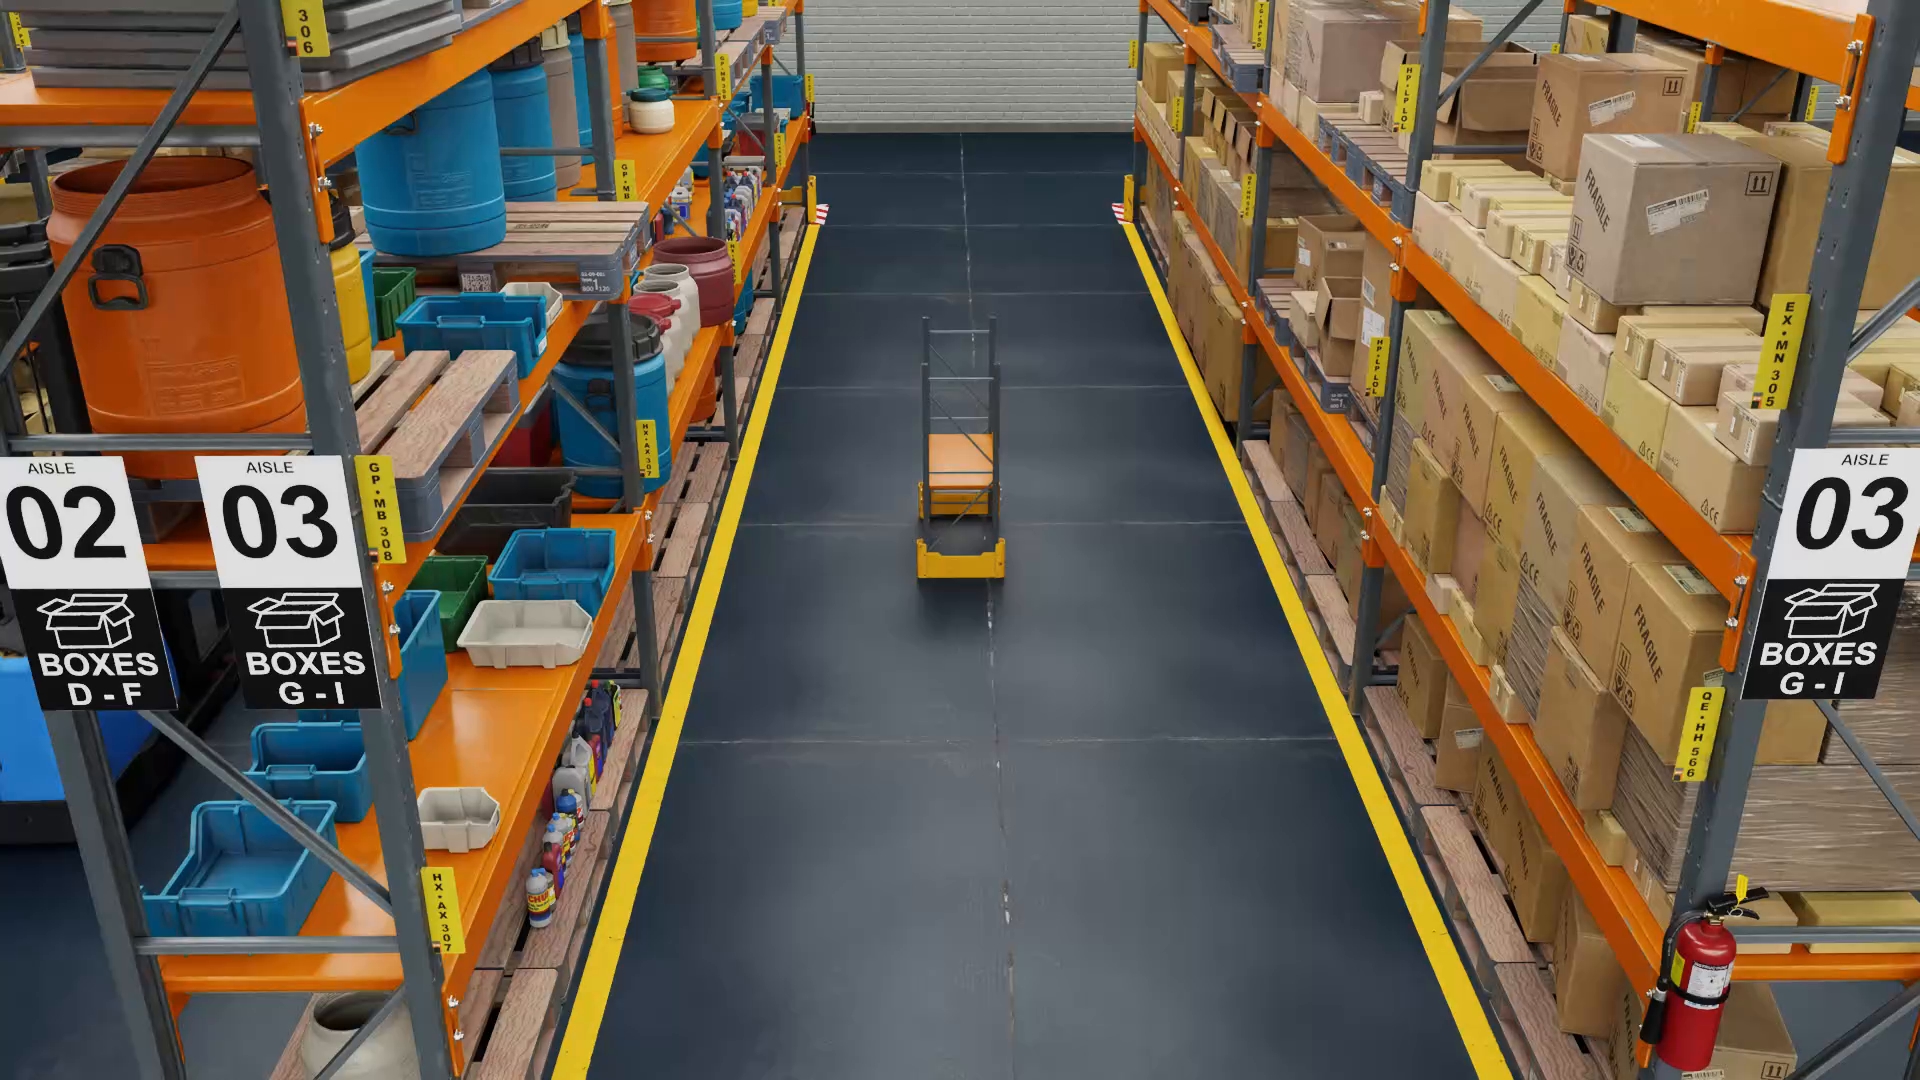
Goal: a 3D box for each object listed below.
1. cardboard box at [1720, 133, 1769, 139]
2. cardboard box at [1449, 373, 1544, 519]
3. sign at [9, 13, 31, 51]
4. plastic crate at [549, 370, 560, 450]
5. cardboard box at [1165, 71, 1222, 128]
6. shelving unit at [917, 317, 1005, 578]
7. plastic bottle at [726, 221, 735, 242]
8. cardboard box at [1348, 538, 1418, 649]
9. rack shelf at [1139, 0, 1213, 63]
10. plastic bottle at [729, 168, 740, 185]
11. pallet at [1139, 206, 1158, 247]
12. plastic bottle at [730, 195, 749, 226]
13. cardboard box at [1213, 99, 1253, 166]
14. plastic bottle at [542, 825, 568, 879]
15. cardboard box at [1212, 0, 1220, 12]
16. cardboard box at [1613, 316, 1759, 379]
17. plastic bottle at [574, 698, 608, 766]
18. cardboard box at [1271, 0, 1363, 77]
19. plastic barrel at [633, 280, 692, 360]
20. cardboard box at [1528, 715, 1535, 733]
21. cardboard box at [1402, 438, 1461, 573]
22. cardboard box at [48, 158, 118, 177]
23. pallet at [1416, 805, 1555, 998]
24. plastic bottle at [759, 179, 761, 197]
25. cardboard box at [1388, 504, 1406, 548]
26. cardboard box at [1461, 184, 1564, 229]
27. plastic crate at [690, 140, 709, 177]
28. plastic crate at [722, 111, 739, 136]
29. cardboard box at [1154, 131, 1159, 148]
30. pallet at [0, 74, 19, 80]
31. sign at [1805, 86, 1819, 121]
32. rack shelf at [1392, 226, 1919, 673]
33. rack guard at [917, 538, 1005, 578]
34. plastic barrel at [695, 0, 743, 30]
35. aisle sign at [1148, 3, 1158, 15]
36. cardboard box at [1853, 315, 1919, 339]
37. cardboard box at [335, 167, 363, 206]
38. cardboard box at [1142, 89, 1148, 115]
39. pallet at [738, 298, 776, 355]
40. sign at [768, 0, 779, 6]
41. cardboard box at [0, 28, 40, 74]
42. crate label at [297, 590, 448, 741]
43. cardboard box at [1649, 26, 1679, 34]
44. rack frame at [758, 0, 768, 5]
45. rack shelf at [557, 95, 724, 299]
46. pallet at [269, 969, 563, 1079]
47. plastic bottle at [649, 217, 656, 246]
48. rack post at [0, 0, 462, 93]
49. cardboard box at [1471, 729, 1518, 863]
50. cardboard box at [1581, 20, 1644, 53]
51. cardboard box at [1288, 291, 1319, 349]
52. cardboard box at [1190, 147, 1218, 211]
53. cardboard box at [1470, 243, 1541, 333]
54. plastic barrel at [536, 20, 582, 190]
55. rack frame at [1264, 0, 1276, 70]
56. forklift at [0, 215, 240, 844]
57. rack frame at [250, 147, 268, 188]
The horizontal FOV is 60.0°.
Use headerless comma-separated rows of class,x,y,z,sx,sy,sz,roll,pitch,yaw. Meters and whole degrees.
cardboard box,7.168,-3.623,15.193,0.380,0.149,0.250,0,24,0
cardboard box,2.504,-0.420,7.344,0.500,0.500,0.500,0,24,-1
sign,-6.653,-3.625,11.762,0.100,0.325,0.005,0,24,-1
plastic crate,-2.534,-0.806,9.911,0.392,0.384,0.575,0,24,-1
cardboard box,2.380,-4.482,16.932,0.500,0.500,0.500,0,24,0
shelving unit,0.001,-0.652,11.371,0.587,1.500,1.083,0,24,-1
plastic bottle,-1.919,-2.518,13.834,0.097,0.271,0.097,0,24,0
cardboard box,2.756,0.303,9.940,0.700,0.500,0.500,-2,24,-5
rack shelf,2.632,-5.542,17.596,1.077,0.370,4.000,0,24,-1
plastic bottle,-2.106,-3.256,15.369,0.144,0.351,0.185,0,24,-1
pallet,2.697,-3.727,19.735,1.003,0.211,1.213,0,24,-1
plastic bottle,-1.958,-2.930,14.738,0.152,0.276,0.135,0,24,-1
cardboard box,2.665,-3.635,14.810,0.797,0.503,0.637,0,24,0
plastic bottle,-1.880,1.441,7.701,0.097,0.271,0.097,0,24,0
cardboard box,2.670,-5.044,14.991,0.700,0.500,0.500,0,24,1
cardboard box,2.445,-0.651,5.606,0.380,0.149,0.250,0,24,0
plastic bottle,-1.914,0.990,8.603,0.144,0.351,0.185,-1,24,-3
cardboard box,2.446,-3.476,11.427,0.500,0.500,0.500,0,24,0
plastic barrel,-2.026,-1.463,11.209,0.421,0.512,0.421,0,24,0
cardboard box,2.545,0.749,6.759,0.380,0.149,0.250,0,24,-1
cardboard box,2.655,-0.172,8.007,0.875,0.500,0.500,0,24,-1
cardboard box,-7.147,-2.861,13.805,0.700,0.500,0.500,4,25,9
pallet,2.800,1.669,7.804,1.003,0.211,1.213,0,24,-1
plastic bottle,-1.942,-3.357,15.775,0.097,0.201,0.097,0,24,0
cardboard box,2.433,-0.075,8.580,0.380,0.149,0.250,0,24,-1
cardboard box,2.489,-1.505,7.497,0.380,0.149,0.250,0,24,0
plastic crate,-2.645,-3.868,16.608,0.392,0.384,0.575,0,24,-1
plastic crate,-2.654,-4.610,18.434,0.416,0.233,0.300,0,24,-1
cardboard box,2.307,-4.323,17.973,0.380,0.149,0.250,0,24,0
pallet,-7.111,-2.989,11.308,1.213,0.211,1.003,1,24,2
sign,8.170,-4.191,15.972,0.100,0.325,0.005,0,24,-1
rack shelf,2.763,-0.597,6.663,1.077,0.370,4.000,0,24,-1
rack guard,0.006,0.123,11.175,0.587,0.250,0.087,0,24,-1
plastic barrel,-2.127,-4.740,13.833,0.600,0.901,0.708,0,24,-1
aisle sign,2.310,-6.540,19.415,0.394,0.787,0.004,0,24,-1
cardboard box,3.049,-0.652,5.610,0.380,0.149,0.250,1,24,2
cardboard box,-7.043,-4.123,19.725,0.500,0.500,0.500,0,24,-1
cardboard box,2.358,-4.981,18.945,0.500,0.250,0.500,-1,24,-1
pallet,-2.332,-2.068,16.066,1.003,0.211,1.213,0,24,-1
sign,-1.749,-5.029,15.579,0.100,0.325,0.005,0,24,-1
cardboard box,-7.246,-3.580,12.263,0.910,0.500,0.500,0,24,-1
crate label,-2.458,0.515,6.929,0.502,0.435,0.616,0,24,-1
cardboard box,7.845,-5.334,18.208,0.500,0.500,0.500,1,24,2
rack frame,-2.299,-6.390,14.959,1.000,3.000,0.127,0,24,-1
rack shelf,-2.233,-2.223,10.259,1.077,0.370,4.000,0,24,-1
pallet,-2.219,2.193,6.645,1.003,0.211,1.213,0,24,-1
plastic bottle,-2.659,-2.687,14.112,0.144,0.351,0.185,0,24,-1
rack post,-2.049,-1.530,4.819,0.937,0.300,0.954,2,24,5
cardboard box,2.805,1.222,7.933,0.500,0.500,0.500,-2,24,-5
cardboard box,7.323,-5.550,18.686,0.500,0.500,0.500,0,24,1
cardboard box,2.486,-1.462,11.015,0.500,0.250,0.500,-1,24,-2
cardboard box,2.416,-3.327,15.344,0.500,0.500,0.500,0,24,0
cardboard box,2.496,-1.071,7.021,0.500,0.250,0.500,-1,24,-3
plastic barrel,-2.441,-2.433,9.242,0.600,0.901,0.600,0,24,0
rack frame,2.698,-4.764,11.364,1.000,3.000,0.127,0,24,-1
forklift,-4.812,-0.386,9.046,1.130,2.935,3.031,-1,24,-3
rack frame,-7.252,-3.636,16.149,1.000,3.000,0.127,0,24,-1
